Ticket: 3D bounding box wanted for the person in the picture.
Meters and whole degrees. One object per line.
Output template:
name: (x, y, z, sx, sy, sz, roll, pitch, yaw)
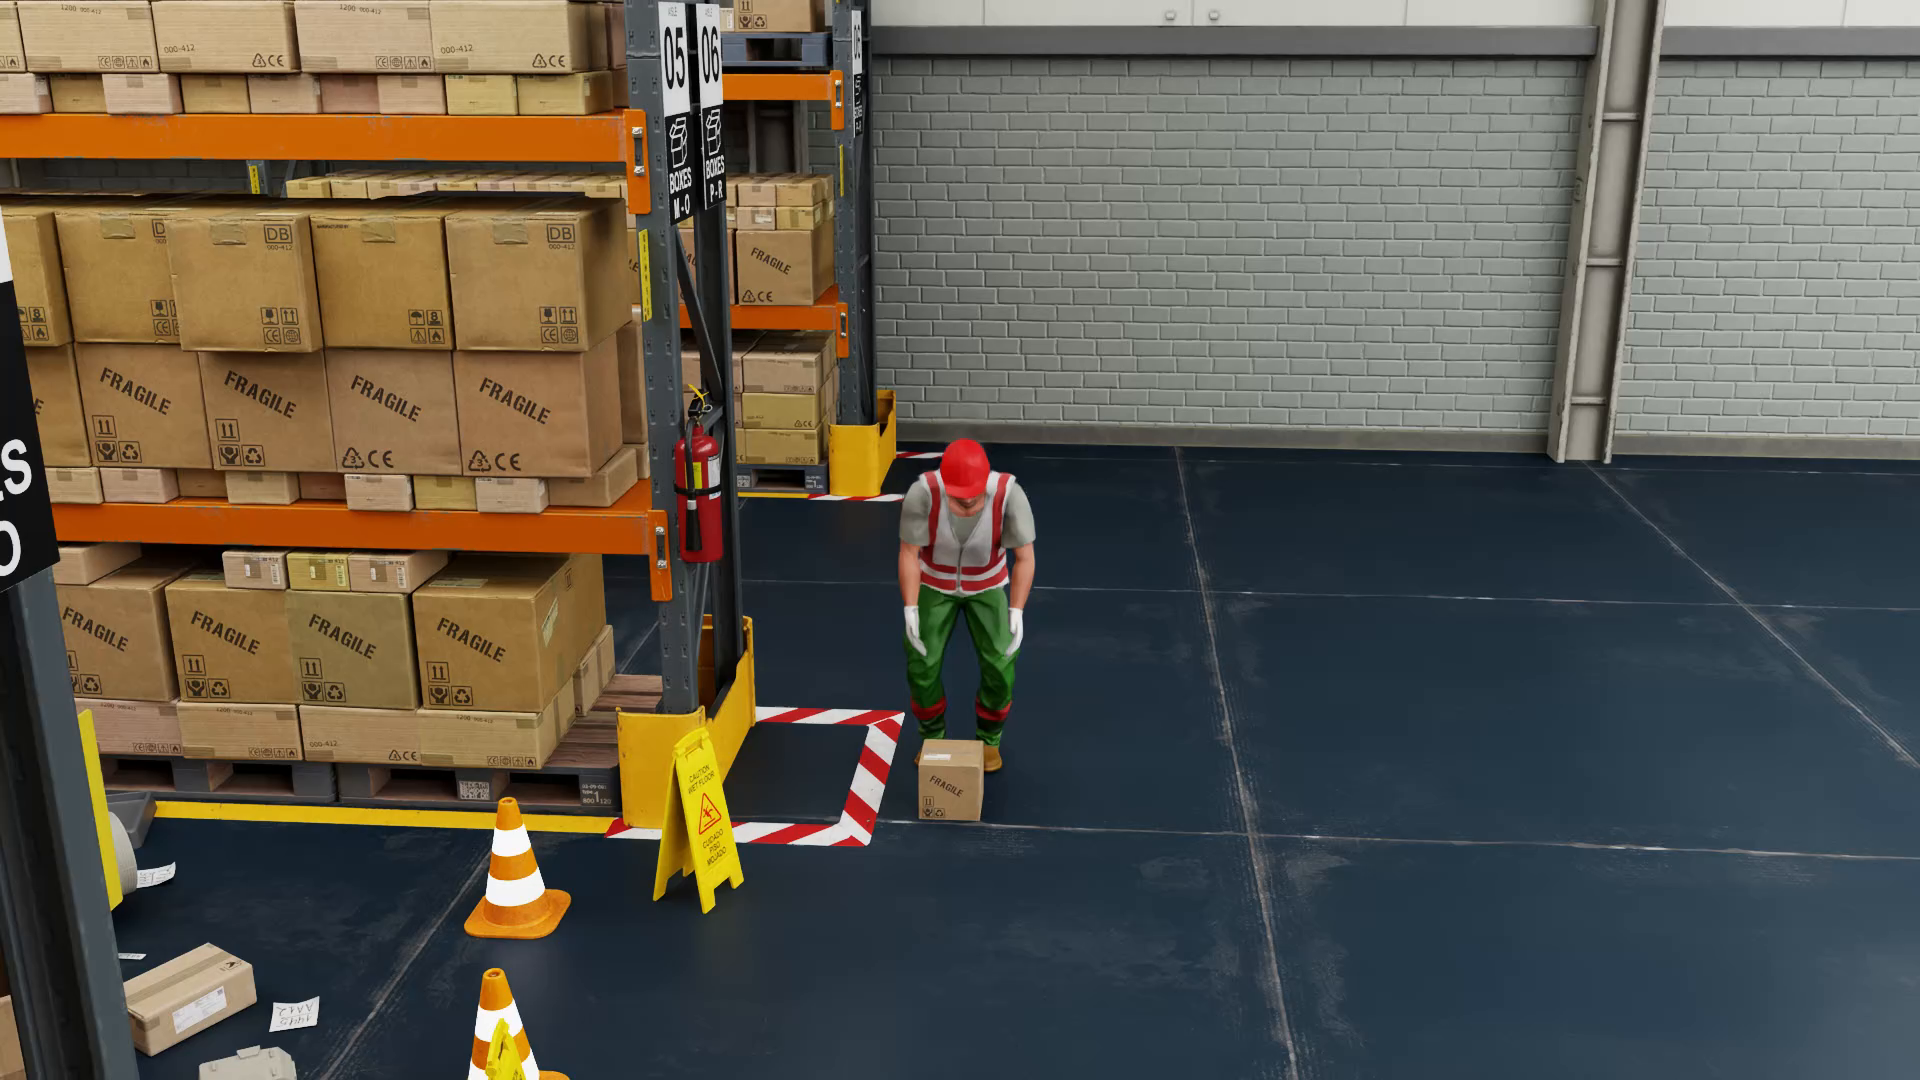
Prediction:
person: (0.033, 0.262, 7.107, 0.579, 1.528, 0.690, 1, 17, 4)
